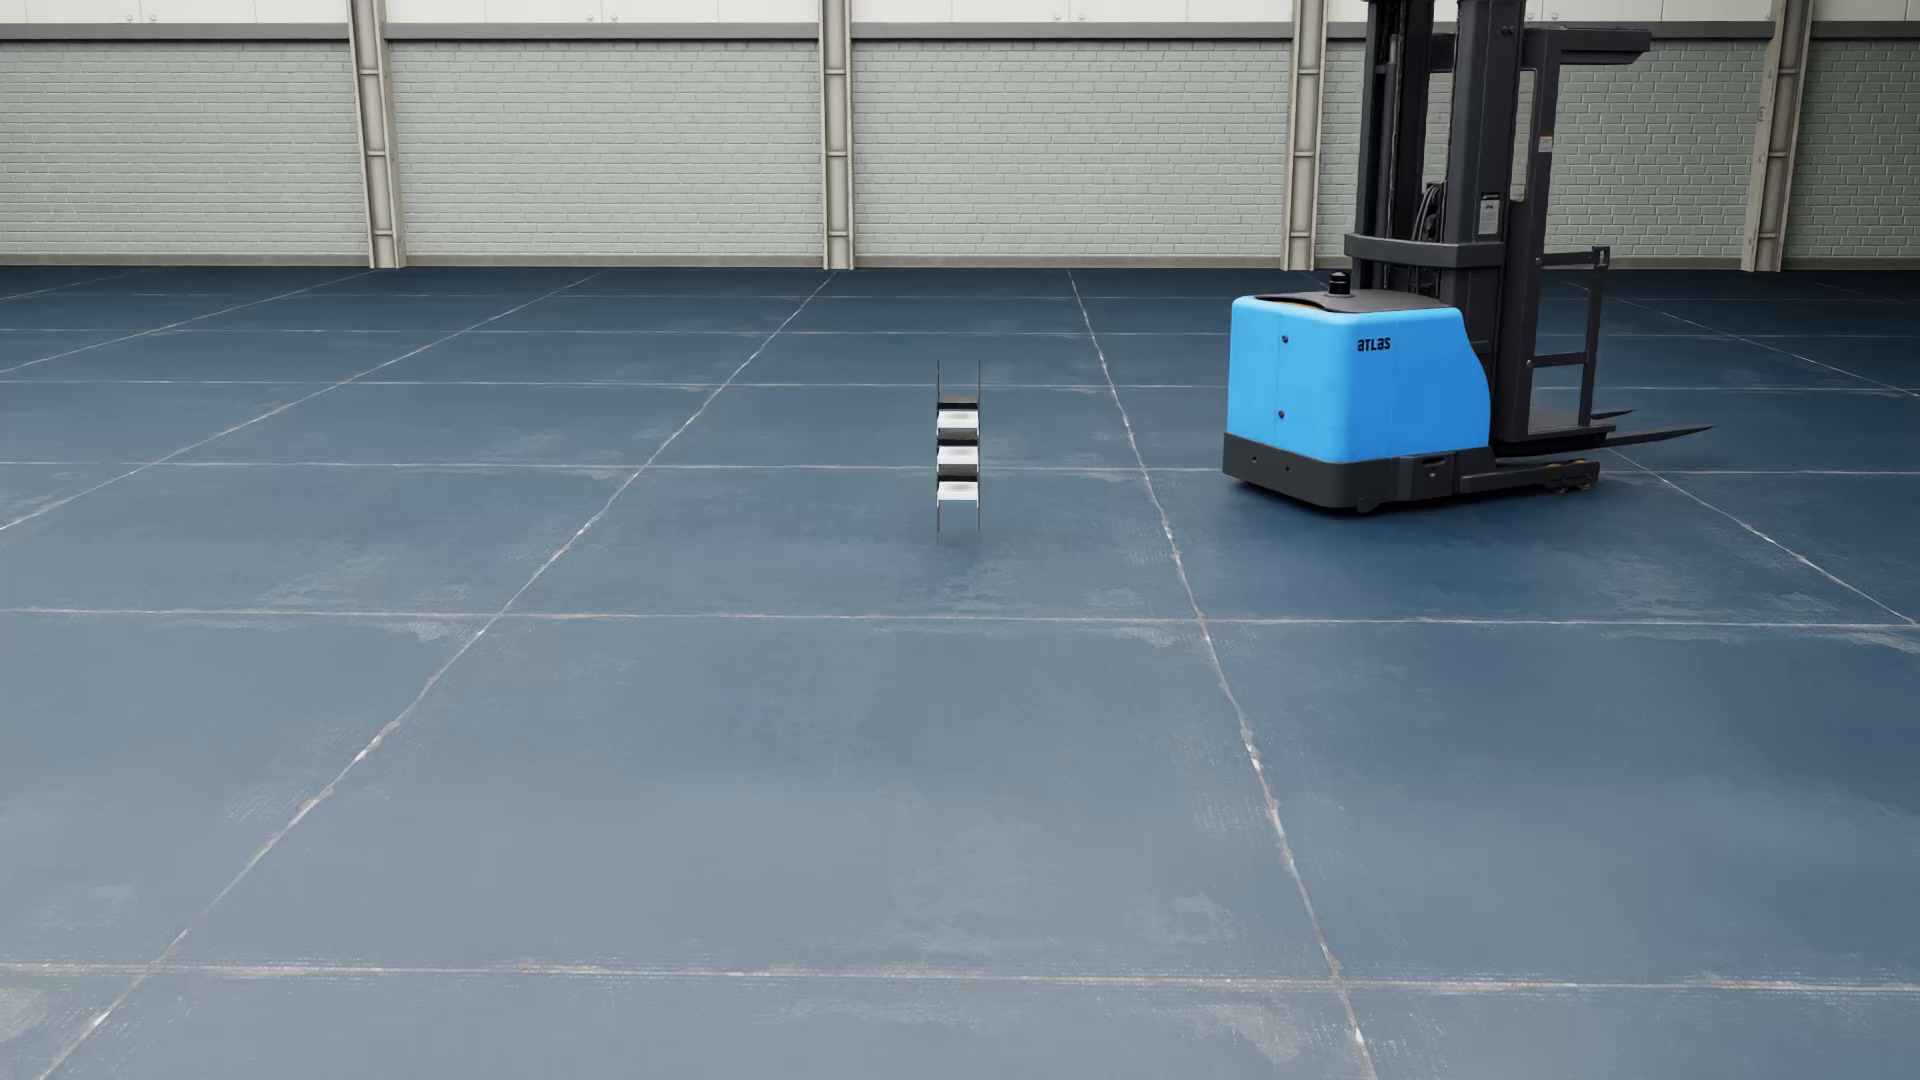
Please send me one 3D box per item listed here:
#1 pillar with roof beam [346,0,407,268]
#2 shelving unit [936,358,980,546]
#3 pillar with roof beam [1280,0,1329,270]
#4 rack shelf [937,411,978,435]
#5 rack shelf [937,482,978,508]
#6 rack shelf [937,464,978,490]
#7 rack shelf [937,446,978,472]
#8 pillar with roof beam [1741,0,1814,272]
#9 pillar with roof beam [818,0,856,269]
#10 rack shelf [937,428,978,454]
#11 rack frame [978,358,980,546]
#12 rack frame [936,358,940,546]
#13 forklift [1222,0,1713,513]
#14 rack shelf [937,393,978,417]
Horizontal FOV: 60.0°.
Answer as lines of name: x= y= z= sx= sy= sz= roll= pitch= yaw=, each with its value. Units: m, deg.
pillar with roof beam: x=-7.695 y=-6.879 z=16.772 sx=0.400 sy=9.000 sz=9.100 roll=0 pitch=15 yaw=1
shelving unit: x=-0.008 y=-0.435 z=8.225 sx=0.210 sy=0.900 sz=0.258 roll=0 pitch=15 yaw=1
pillar with roof beam: x=4.302 y=-6.800 z=16.475 sx=0.400 sy=9.000 sz=9.100 roll=0 pitch=15 yaw=1
rack shelf: x=-0.008 y=-0.577 z=8.188 sx=0.200 sy=0.077 sz=0.258 roll=0 pitch=15 yaw=1
rack shelf: x=-0.008 y=-0.229 z=8.280 sx=0.200 sy=0.077 sz=0.258 roll=0 pitch=15 yaw=1
rack shelf: x=-0.008 y=-0.316 z=8.257 sx=0.200 sy=0.077 sz=0.258 roll=0 pitch=15 yaw=1
rack shelf: x=-0.008 y=-0.403 z=8.234 sx=0.200 sy=0.077 sz=0.258 roll=0 pitch=15 yaw=1
pillar with roof beam: x=10.300 y=-6.761 z=16.327 sx=0.400 sy=9.000 sz=9.100 roll=0 pitch=15 yaw=1
pillar with roof beam: x=-1.697 y=-6.839 z=16.623 sx=0.400 sy=9.000 sz=9.100 roll=0 pitch=15 yaw=1
rack shelf: x=-0.008 y=-0.490 z=8.211 sx=0.200 sy=0.077 sz=0.258 roll=0 pitch=15 yaw=1
rack frame: x=0.094 y=-0.435 z=8.223 sx=0.006 sy=0.900 sz=0.240 roll=0 pitch=15 yaw=1
rack frame: x=-0.110 y=-0.436 z=8.228 sx=0.006 sy=0.900 sz=0.240 roll=0 pitch=15 yaw=1
forklift: x=3.057 y=-1.795 z=9.398 sx=3.031 sy=2.935 sz=1.130 roll=-7 pitch=16 yaw=-25
rack shelf: x=-0.008 y=-0.664 z=8.165 sx=0.200 sy=0.077 sz=0.258 roll=0 pitch=15 yaw=1
